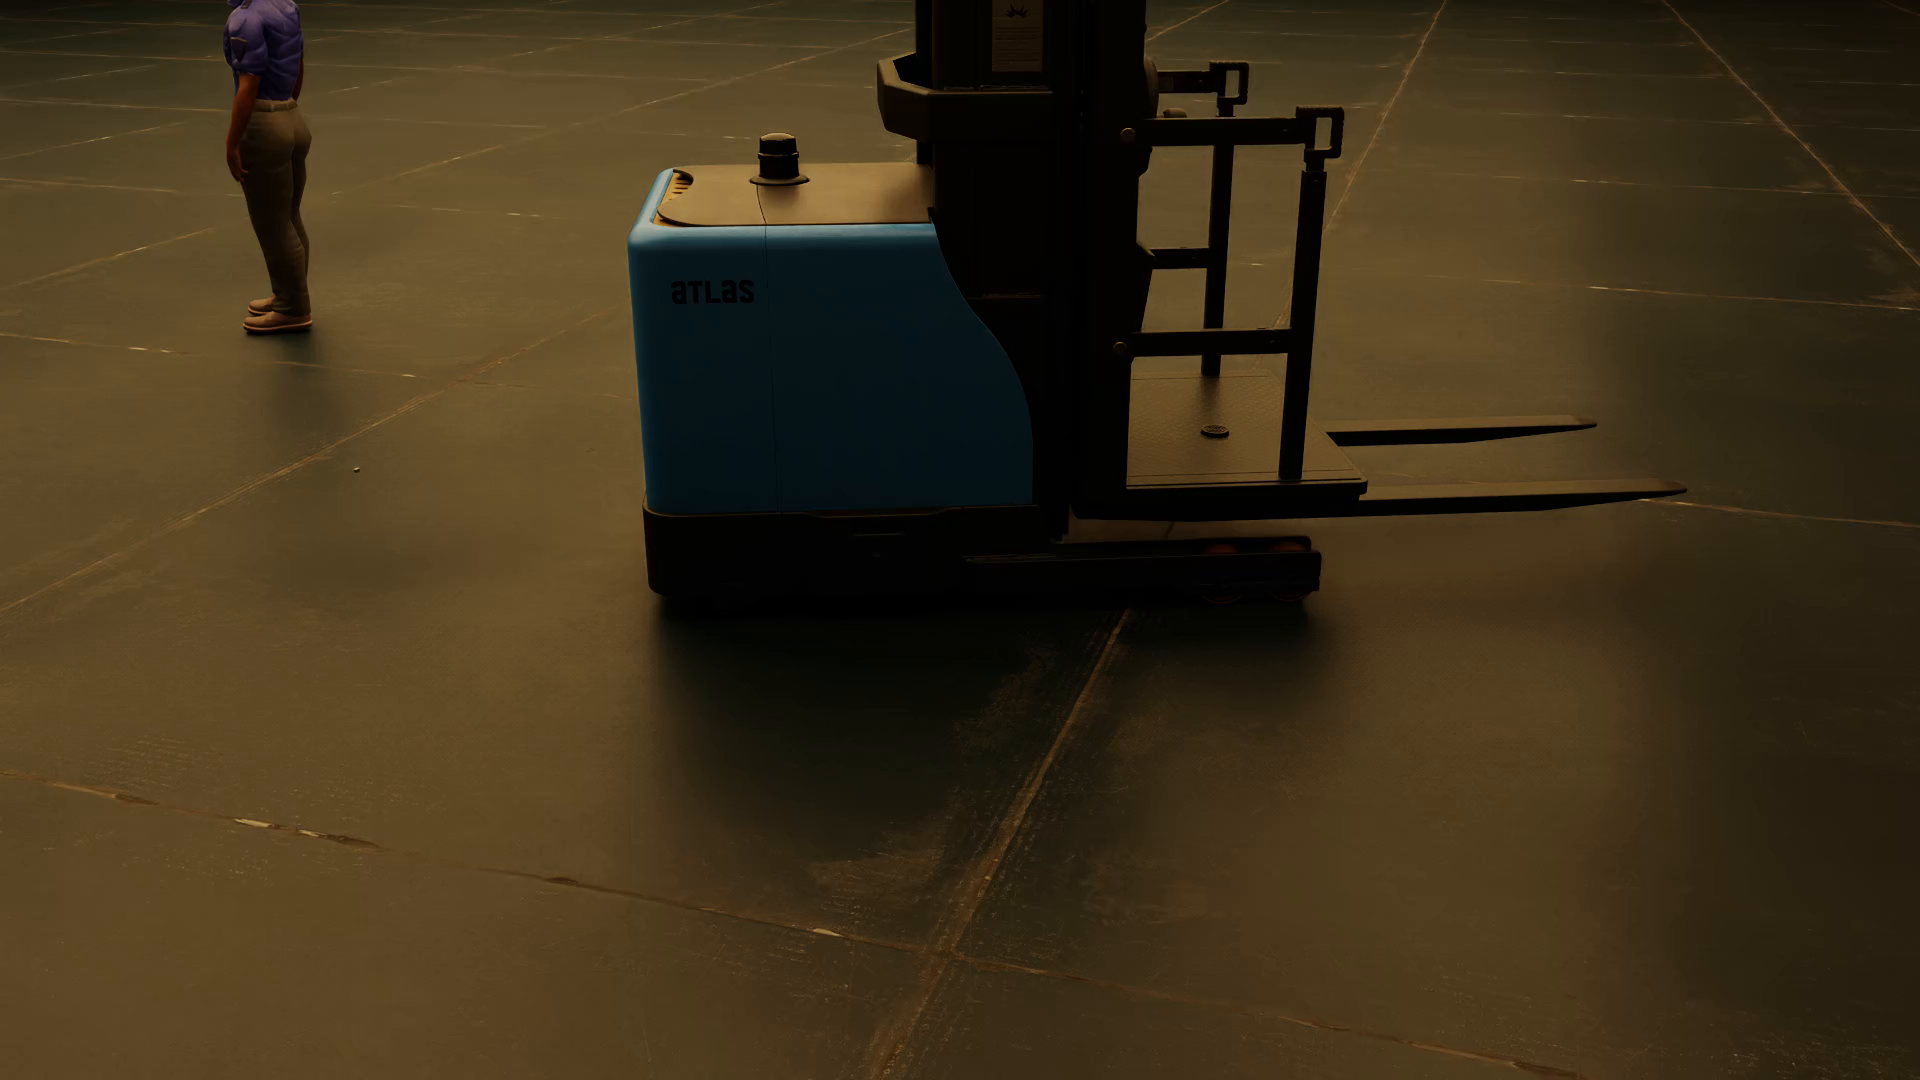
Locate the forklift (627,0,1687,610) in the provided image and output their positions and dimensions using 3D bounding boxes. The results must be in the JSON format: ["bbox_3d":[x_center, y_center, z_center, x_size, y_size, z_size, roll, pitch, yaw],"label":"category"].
[{"bbox_3d":[0.606,-1.374,4.608,3.031,2.935,1.130,-2,23,-4],"label":"forklift"}]

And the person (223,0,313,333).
[{"bbox_3d":[-3.016,-1.706,7.084,0.504,1.641,0.570,1,22,3],"label":"person"}]
